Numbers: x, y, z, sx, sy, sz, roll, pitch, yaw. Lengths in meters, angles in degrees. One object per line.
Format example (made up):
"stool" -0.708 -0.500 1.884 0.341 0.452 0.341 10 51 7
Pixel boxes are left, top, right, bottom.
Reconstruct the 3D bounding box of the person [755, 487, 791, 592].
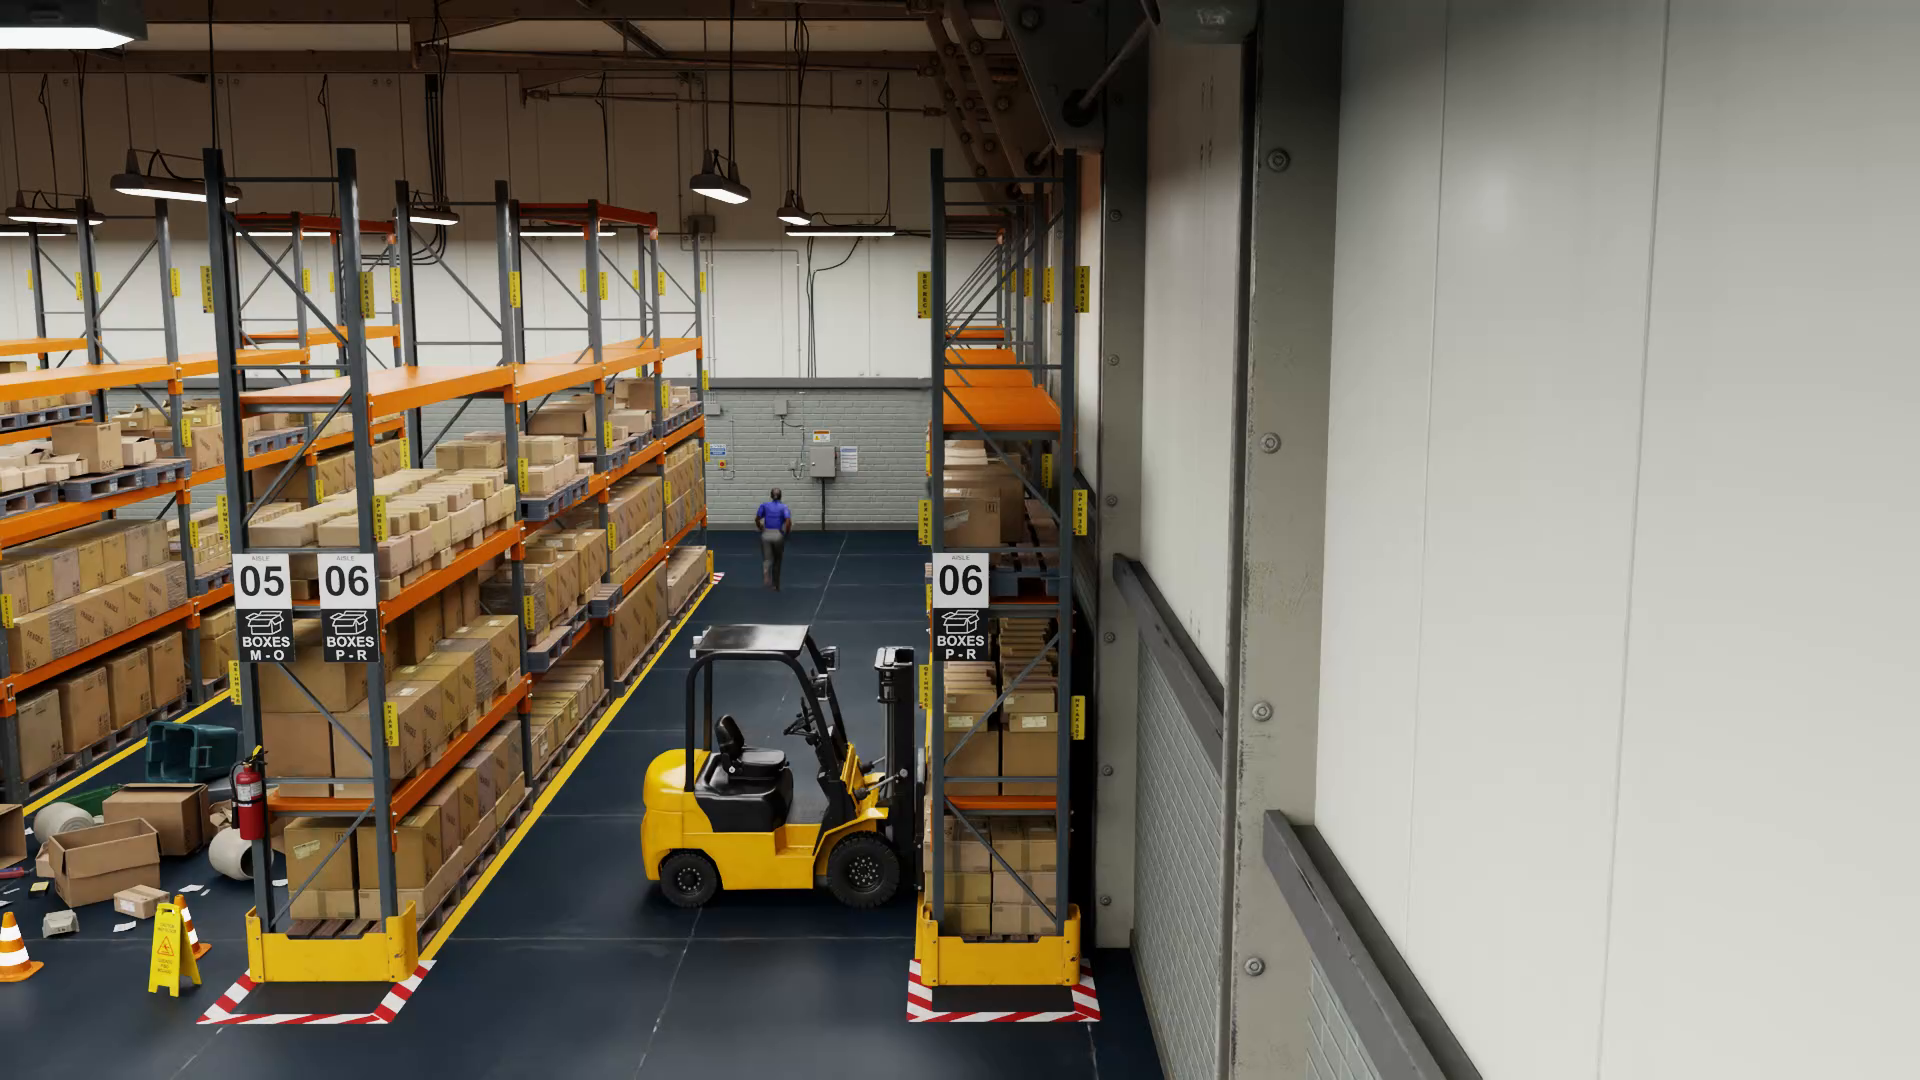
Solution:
"person" -2.852 0.047 25.396 0.575 1.673 0.936 0 9 3
